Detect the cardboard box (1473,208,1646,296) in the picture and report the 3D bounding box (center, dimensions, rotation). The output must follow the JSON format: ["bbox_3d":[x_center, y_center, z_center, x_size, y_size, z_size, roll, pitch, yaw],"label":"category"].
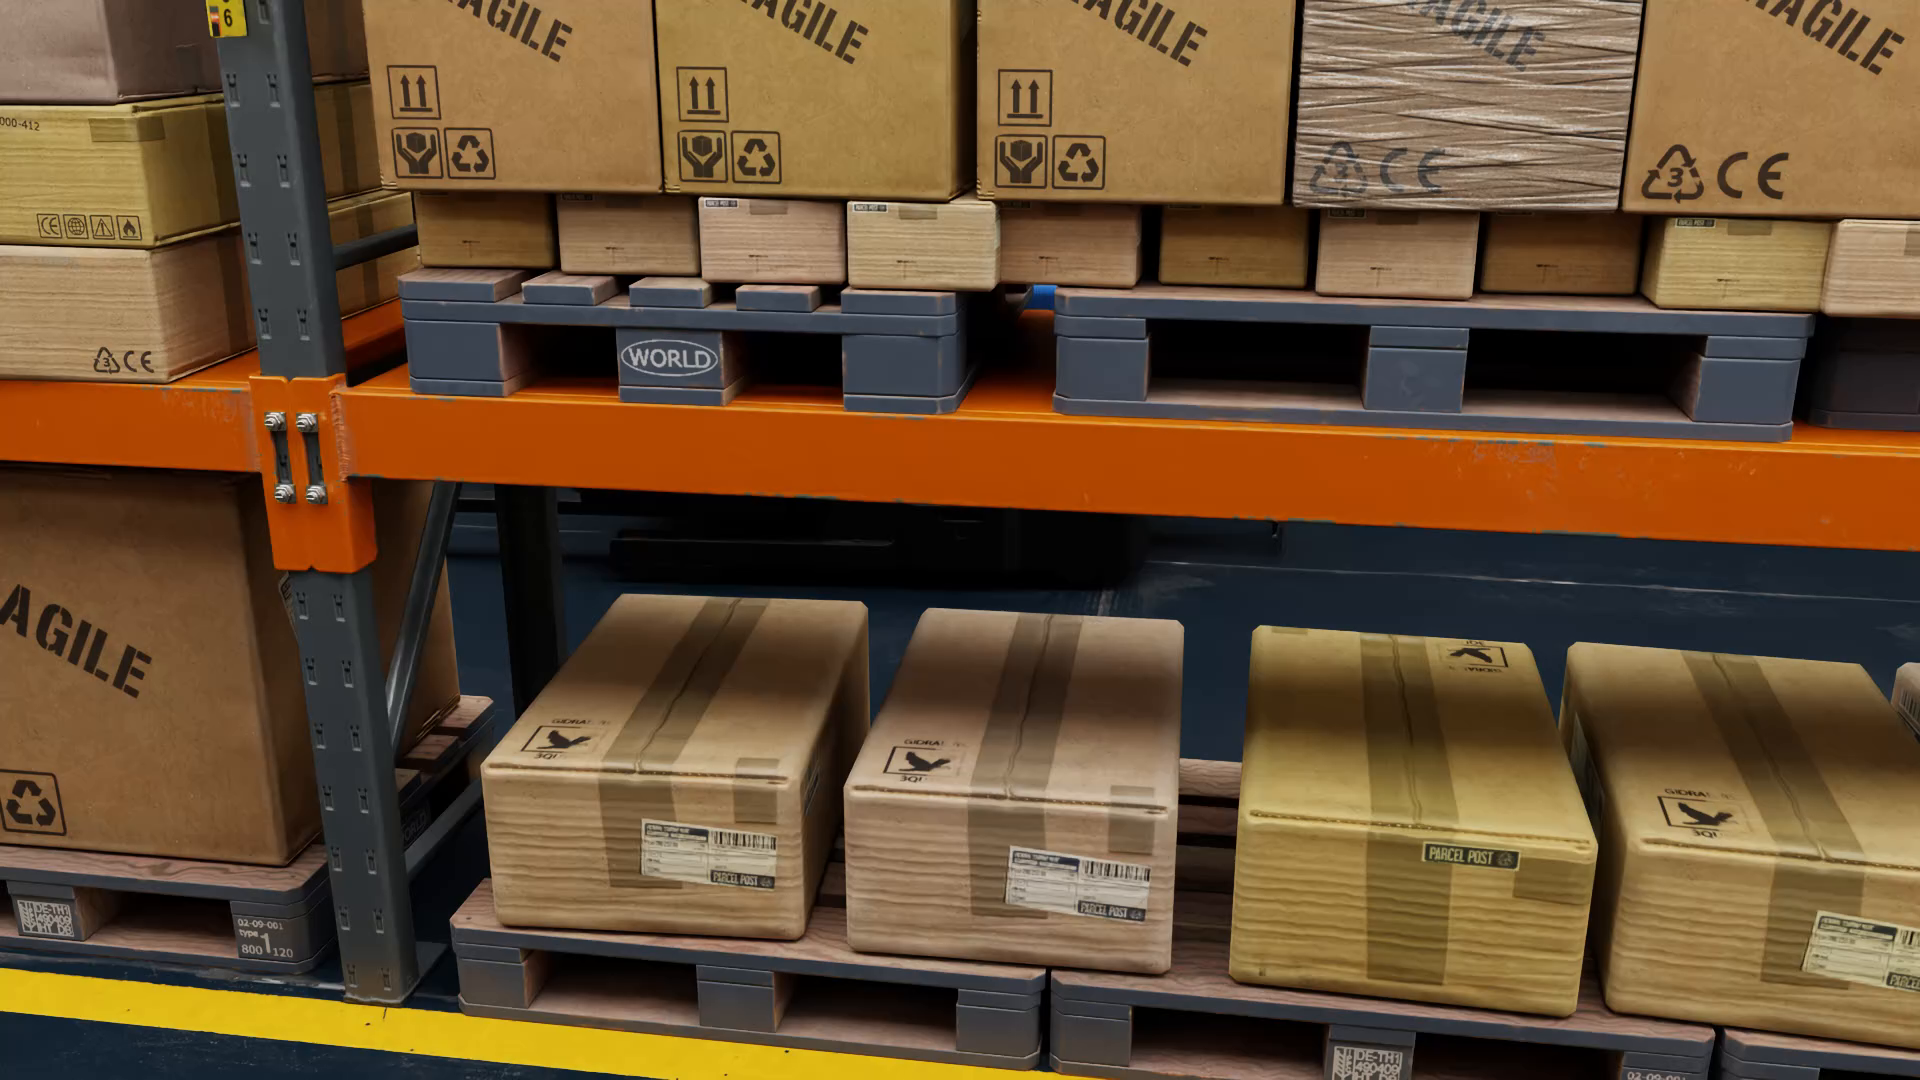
[{"bbox_3d":[1.017,-0.537,2.915,0.250,0.149,0.380,2,19,7],"label":"cardboard box"}]

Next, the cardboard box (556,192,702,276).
[{"bbox_3d":[-0.567,-0.598,3.098,0.250,0.149,0.380,2,19,5],"label":"cardboard box"}]

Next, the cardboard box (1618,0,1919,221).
[{"bbox_3d":[1.326,-0.808,2.702,0.500,0.500,0.500,4,19,11],"label":"cardboard box"}]

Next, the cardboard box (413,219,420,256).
[{"bbox_3d":[-2.687,-1.548,8.458,0.250,0.149,0.380,4,19,11],"label":"cardboard box"}]

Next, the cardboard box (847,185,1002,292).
[{"bbox_3d":[-0.036,-0.550,2.953,0.250,0.149,0.380,3,19,9],"label":"cardboard box"}]

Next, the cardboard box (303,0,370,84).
[{"bbox_3d":[-1.580,-1.241,3.551,0.500,0.500,0.500,2,19,7],"label":"cardboard box"}]

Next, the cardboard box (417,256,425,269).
[{"bbox_3d":[-2.837,-1.243,8.568,0.500,0.500,0.500,2,19,7],"label":"cardboard box"}]

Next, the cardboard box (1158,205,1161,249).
[{"bbox_3d":[0.510,-0.689,3.368,0.250,0.149,0.380,3,19,9],"label":"cardboard box"}]

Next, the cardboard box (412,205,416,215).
[{"bbox_3d":[-2.866,-1.711,8.945,0.250,0.149,0.380,3,19,10],"label":"cardboard box"}]

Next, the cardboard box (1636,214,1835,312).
[{"bbox_3d":[1.260,-0.492,2.779,0.250,0.149,0.380,3,19,9],"label":"cardboard box"}]

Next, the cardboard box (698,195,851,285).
[{"bbox_3d":[-0.304,-0.570,3.014,0.250,0.149,0.380,2,19,5],"label":"cardboard box"}]

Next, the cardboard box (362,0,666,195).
[{"bbox_3d":[-0.725,-0.910,3.008,0.500,0.500,0.500,2,19,7],"label":"cardboard box"}]

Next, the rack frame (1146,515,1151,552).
[{"bbox_3d":[0.705,-0.562,6.092,0.015,1.200,0.240,1,19,4],"label":"rack frame"}]

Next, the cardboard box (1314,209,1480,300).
[{"bbox_3d":[0.747,-0.527,2.884,0.250,0.149,0.380,4,19,10],"label":"cardboard box"}]

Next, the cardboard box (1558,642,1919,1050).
[{"bbox_3d":[1.589,0.570,3.352,0.625,0.372,0.950,4,19,12],"label":"cardboard box"}]

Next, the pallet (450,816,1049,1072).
[{"bbox_3d":[-0.361,0.744,3.746,1.213,0.211,1.003,3,19,9],"label":"pallet"}]

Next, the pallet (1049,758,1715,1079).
[{"bbox_3d":[0.840,0.807,3.560,1.213,0.211,1.003,3,19,9],"label":"pallet"}]

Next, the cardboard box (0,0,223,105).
[{"bbox_3d":[-1.684,-1.083,3.080,0.500,0.500,0.500,2,19,7],"label":"cardboard box"}]

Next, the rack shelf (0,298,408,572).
[{"bbox_3d":[-3.107,-0.377,3.837,4.000,0.370,1.077,3,19,9],"label":"rack shelf"}]

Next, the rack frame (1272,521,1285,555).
[{"bbox_3d":[1.192,-0.550,6.057,0.015,1.200,0.240,1,19,4],"label":"rack frame"}]

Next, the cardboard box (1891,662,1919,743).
[{"bbox_3d":[2.299,0.605,3.247,0.625,0.372,0.950,3,19,9],"label":"cardboard box"}]

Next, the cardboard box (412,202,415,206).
[{"bbox_3d":[-3.130,-1.742,9.037,0.250,0.149,0.380,2,19,6],"label":"cardboard box"}]

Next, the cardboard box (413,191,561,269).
[{"bbox_3d":[-0.841,-0.623,3.172,0.250,0.149,0.380,2,19,5],"label":"cardboard box"}]

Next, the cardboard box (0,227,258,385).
[{"bbox_3d":[-1.673,-0.491,3.279,0.500,0.250,0.500,2,19,7],"label":"cardboard box"}]

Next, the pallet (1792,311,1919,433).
[{"bbox_3d":[2.086,-0.409,3.102,1.213,0.211,1.003,3,19,9],"label":"pallet"}]

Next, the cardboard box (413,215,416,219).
[{"bbox_3d":[-2.931,-1.561,8.498,0.250,0.149,0.380,3,19,9],"label":"cardboard box"}]

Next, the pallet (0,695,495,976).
[{"bbox_3d":[-1.899,0.641,4.054,1.213,0.211,1.003,3,19,9],"label":"pallet"}]

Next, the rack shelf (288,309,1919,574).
[{"bbox_3d":[0.843,-0.176,3.235,4.000,0.370,1.077,3,19,9],"label":"rack shelf"}]

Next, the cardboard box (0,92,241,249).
[{"bbox_3d":[-1.651,-0.728,3.201,0.500,0.250,0.500,3,19,8],"label":"cardboard box"}]

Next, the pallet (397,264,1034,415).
[{"bbox_3d":[-0.412,-0.524,3.445,1.003,0.211,1.213,3,19,9],"label":"pallet"}]

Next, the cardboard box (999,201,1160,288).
[{"bbox_3d":[0.215,-0.562,2.990,0.250,0.149,0.380,4,19,12],"label":"cardboard box"}]

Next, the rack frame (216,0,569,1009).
[{"bbox_3d":[-1.132,-0.618,3.422,0.127,3.000,1.000,3,19,9],"label":"rack frame"}]

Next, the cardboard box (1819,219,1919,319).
[{"bbox_3d":[1.496,-0.468,2.709,0.250,0.149,0.380,3,19,9],"label":"cardboard box"}]

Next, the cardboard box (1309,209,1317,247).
[{"bbox_3d":[0.771,-0.702,3.407,0.250,0.149,0.380,2,19,7],"label":"cardboard box"}]

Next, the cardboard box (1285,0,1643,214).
[{"bbox_3d":[0.809,-0.834,2.780,0.500,0.500,0.500,2,19,7],"label":"cardboard box"}]

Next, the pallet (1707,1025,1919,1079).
[{"bbox_3d":[2.048,0.867,3.379,1.213,0.211,1.003,3,19,9],"label":"pallet"}]

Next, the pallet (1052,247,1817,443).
[{"bbox_3d":[0.829,-0.440,3.193,1.213,0.211,1.003,3,19,9],"label":"pallet"}]

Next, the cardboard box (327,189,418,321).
[{"bbox_3d":[-1.575,-0.650,3.755,0.500,0.250,0.500,3,19,8],"label":"cardboard box"}]

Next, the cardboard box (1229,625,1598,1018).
[{"bbox_3d":[0.902,0.535,3.455,0.625,0.372,0.950,4,19,10],"label":"cardboard box"}]

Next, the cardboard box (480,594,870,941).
[{"bbox_3d":[-0.576,0.461,3.678,0.625,0.372,0.950,2,19,5],"label":"cardboard box"}]

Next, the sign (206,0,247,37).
[{"bbox_3d":[-1.217,-0.993,2.718,0.005,0.325,0.100,3,19,9],"label":"sign"}]

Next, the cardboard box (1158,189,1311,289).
[{"bbox_3d":[0.500,-0.560,2.984,0.250,0.149,0.380,4,19,11],"label":"cardboard box"}]

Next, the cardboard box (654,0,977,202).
[{"bbox_3d":[-0.209,-0.886,2.936,0.500,0.500,0.500,4,19,11],"label":"cardboard box"}]

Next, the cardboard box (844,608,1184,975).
[{"bbox_3d":[0.154,0.495,3.575,0.625,0.372,0.950,3,19,8],"label":"cardboard box"}]

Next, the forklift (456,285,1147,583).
[{"bbox_3d":[-0.828,-1.410,5.897,3.031,2.935,1.130,1,19,4],"label":"forklift"}]

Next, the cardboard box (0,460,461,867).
[{"bbox_3d":[-1.801,0.130,3.874,0.875,0.875,0.875,3,19,8],"label":"cardboard box"}]

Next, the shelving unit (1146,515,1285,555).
[{"bbox_3d":[0.949,-0.556,6.074,0.503,1.200,0.258,1,19,4],"label":"shelving unit"}]

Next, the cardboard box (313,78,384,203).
[{"bbox_3d":[-1.593,-0.887,3.674,0.500,0.250,0.500,3,19,8],"label":"cardboard box"}]

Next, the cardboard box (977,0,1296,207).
[{"bbox_3d":[0.316,-0.862,2.863,0.500,0.500,0.500,3,19,10],"label":"cardboard box"}]
